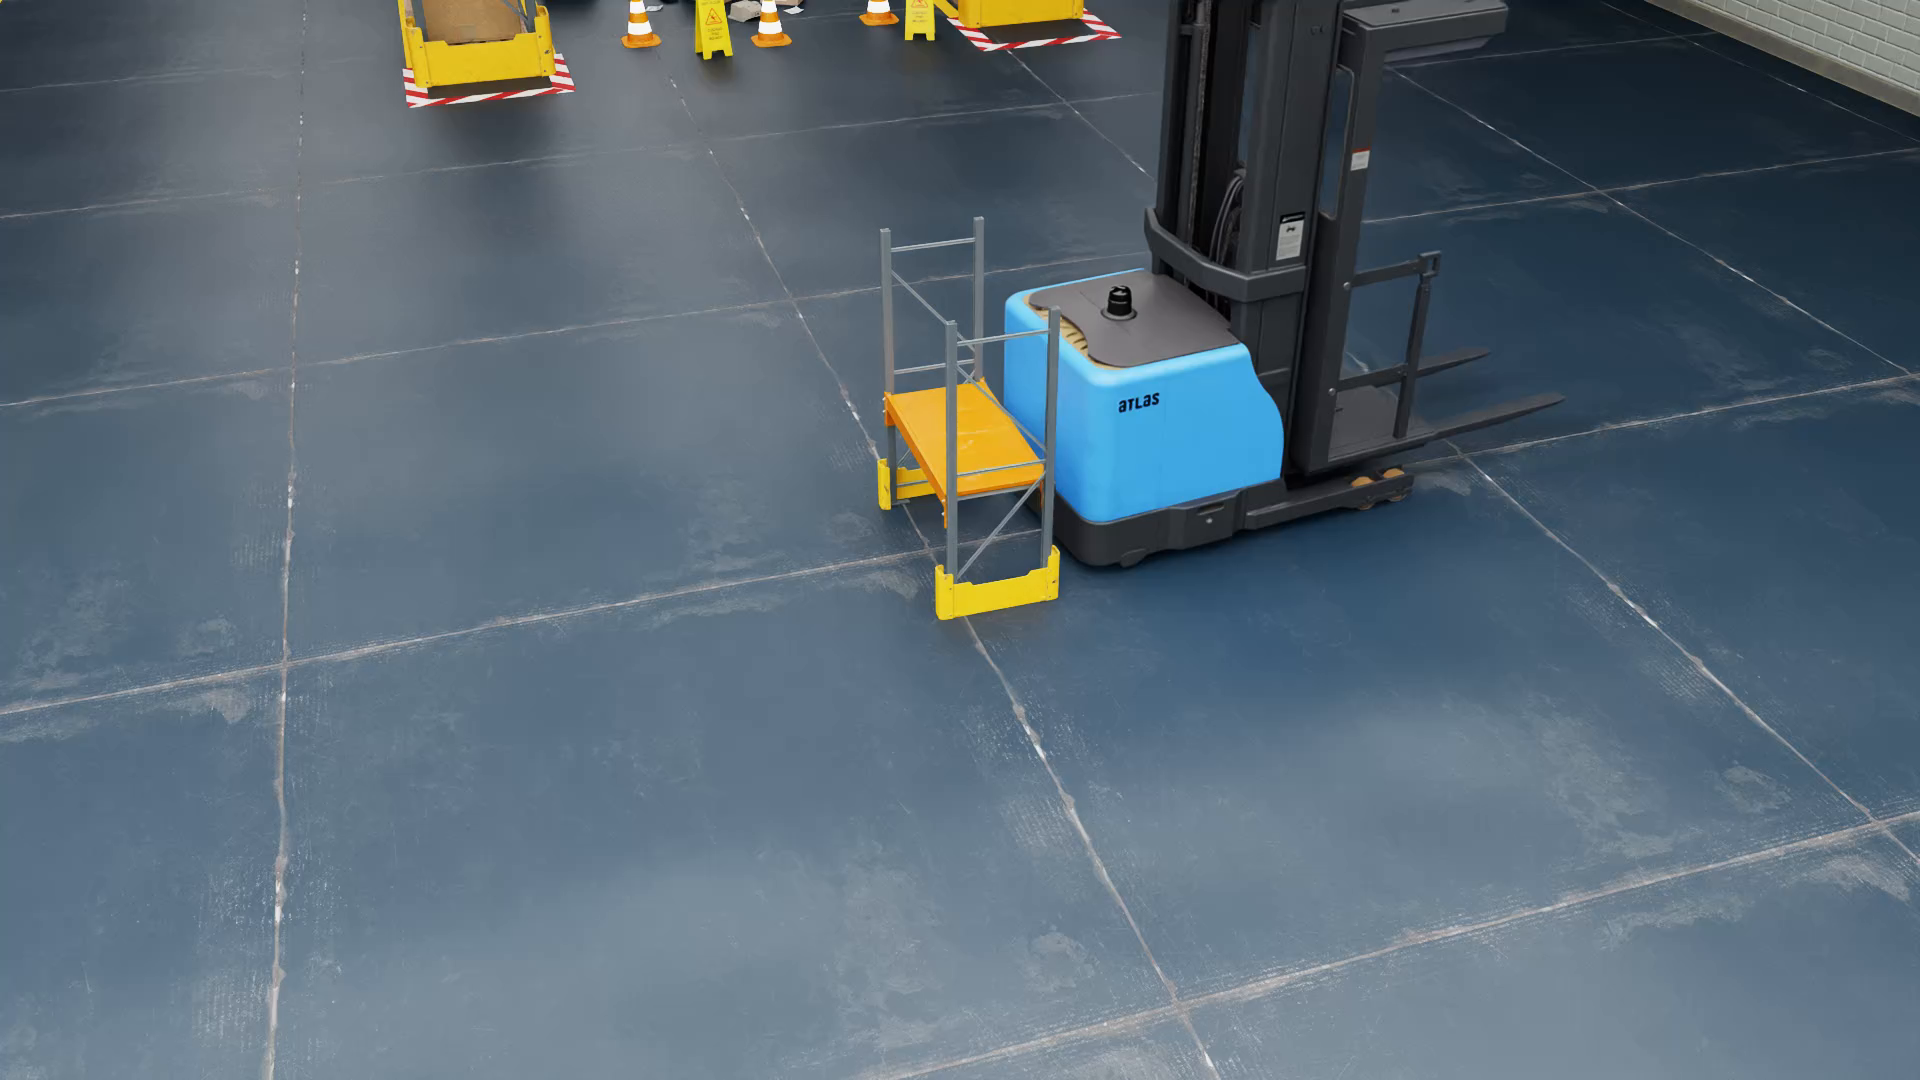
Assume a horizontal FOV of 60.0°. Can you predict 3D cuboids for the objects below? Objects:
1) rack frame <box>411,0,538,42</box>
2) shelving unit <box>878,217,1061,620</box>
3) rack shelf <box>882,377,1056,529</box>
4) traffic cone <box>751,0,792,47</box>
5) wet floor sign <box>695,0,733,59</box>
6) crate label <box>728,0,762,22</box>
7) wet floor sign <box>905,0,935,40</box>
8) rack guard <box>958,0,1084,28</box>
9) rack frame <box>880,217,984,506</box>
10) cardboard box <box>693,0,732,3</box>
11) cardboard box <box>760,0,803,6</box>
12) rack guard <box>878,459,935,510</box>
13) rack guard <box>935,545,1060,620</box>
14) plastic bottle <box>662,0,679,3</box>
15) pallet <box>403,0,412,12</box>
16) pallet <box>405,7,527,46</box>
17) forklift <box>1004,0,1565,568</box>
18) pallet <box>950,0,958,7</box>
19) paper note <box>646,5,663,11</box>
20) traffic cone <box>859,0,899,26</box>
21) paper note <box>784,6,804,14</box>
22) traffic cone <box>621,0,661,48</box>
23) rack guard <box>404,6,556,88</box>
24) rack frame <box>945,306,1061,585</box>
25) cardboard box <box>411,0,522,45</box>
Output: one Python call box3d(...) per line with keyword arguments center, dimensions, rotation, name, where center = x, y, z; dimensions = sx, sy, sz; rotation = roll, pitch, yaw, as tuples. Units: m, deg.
box3d(center=(-4.085, -5.258, 13.486), dimensions=(1.000, 3.000, 0.127), rotation=(-10, 35, -15), name="rack frame")
box3d(center=(0.023, -0.586, 7.776), dimensions=(0.587, 1.500, 1.083), rotation=(-10, 35, -15), name="shelving unit")
box3d(center=(0.026, -0.431, 7.868), dimensions=(0.538, 0.185, 1.000), rotation=(-10, 35, -15), name="rack shelf")
box3d(center=(-1.714, -4.729, 14.986), dimensions=(0.336, 0.463, 0.334), rotation=(-10, 35, -15), name="traffic cone")
box3d(center=(-2.190, -4.593, 14.616), dimensions=(0.267, 0.644, 0.232), rotation=(-16, 37, -23), name="wet floor sign")
box3d(center=(-2.013, -4.995, 15.685), dimensions=(0.298, 0.136, 0.250), rotation=(27, 42, 34), name="crate label")
box3d(center=(-0.362, -4.881, 15.052), dimensions=(0.267, 0.644, 0.232), rotation=(1, 33, 2), name="wet floor sign")
box3d(center=(0.576, -5.140, 15.576), dimensions=(1.175, 0.500, 0.348), rotation=(-10, 35, -15), name="rack guard")
box3d(center=(-0.129, -0.848, 8.173), dimensions=(0.500, 1.500, 0.032), rotation=(-10, 35, -15), name="rack frame")
box3d(center=(-2.348, -5.598, 16.266), dimensions=(0.637, 0.503, 0.797), rotation=(19, 38, 26), name="cardboard box")
box3d(center=(-1.725, -5.302, 16.139), dimensions=(0.380, 0.149, 0.250), rotation=(7, 34, 10), name="cardboard box")
box3d(center=(-0.129, -0.326, 8.516), dimensions=(0.587, 0.250, 0.087), rotation=(-10, 35, -15), name="rack guard")
box3d(center=(0.175, 0.197, 7.725), dimensions=(0.587, 0.250, 0.087), rotation=(-10, 35, -15), name="rack guard")
box3d(center=(-2.871, -5.308, 16.227), dimensions=(0.133, 0.061, 0.283), rotation=(-23, 40, -31), name="plastic bottle")
box3d(center=(-4.771, -5.141, 15.838), dimensions=(1.003, 0.211, 1.213), rotation=(-10, 35, -15), name="pallet")
box3d(center=(-4.403, -4.501, 14.870), dimensions=(1.003, 0.211, 1.213), rotation=(-10, 35, -15), name="pallet")
box3d(center=(1.768, -1.627, 8.054), dimensions=(3.031, 2.935, 1.130), rotation=(-14, 36, -20), name="forklift")
box3d(center=(0.361, -5.452, 16.310), dimensions=(1.003, 0.211, 1.213), rotation=(-10, 35, -15), name="pallet")
box3d(center=(-2.933, -5.105, 15.950), dimensions=(0.144, 0.017, 0.142), rotation=(1, 33, 2), name="paper note")
box3d(center=(-0.761, -5.094, 15.539), dimensions=(0.336, 0.463, 0.334), rotation=(-10, 35, -15), name="traffic cone")
box3d(center=(-1.585, -5.066, 15.889), dimensions=(0.148, 0.019, 0.142), rotation=(-23, 40, -31), name="paper note")
box3d(center=(-2.894, -4.717, 14.969), dimensions=(0.336, 0.463, 0.334), rotation=(-10, 35, -15), name="traffic cone")
box3d(center=(-4.077, -4.202, 14.156), dimensions=(1.175, 0.500, 0.348), rotation=(-10, 35, -15), name="rack guard")
box3d(center=(0.181, -0.314, 7.365), dimensions=(0.500, 1.500, 0.032), rotation=(-10, 35, -15), name="rack frame")
box3d(center=(-4.354, -4.892, 14.478), dimensions=(0.875, 0.875, 0.875), rotation=(-10, 35, -14), name="cardboard box")
